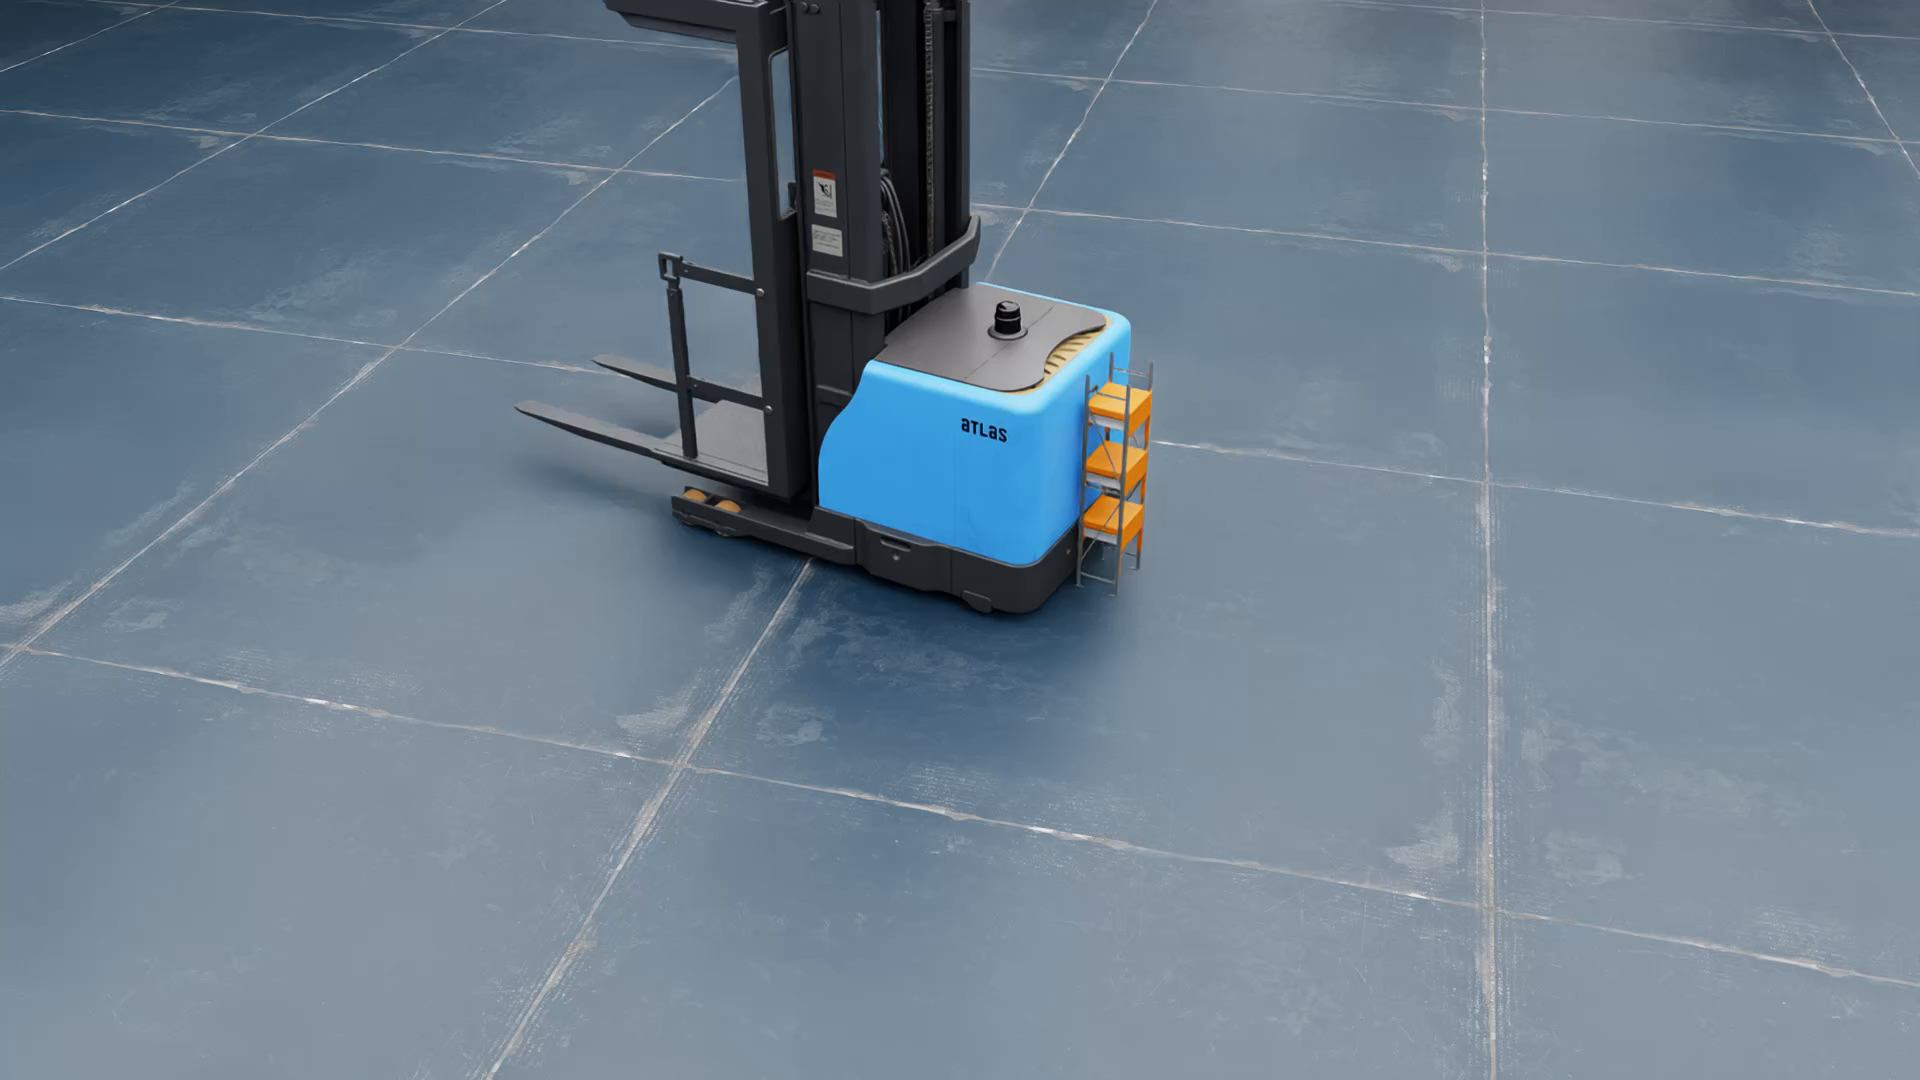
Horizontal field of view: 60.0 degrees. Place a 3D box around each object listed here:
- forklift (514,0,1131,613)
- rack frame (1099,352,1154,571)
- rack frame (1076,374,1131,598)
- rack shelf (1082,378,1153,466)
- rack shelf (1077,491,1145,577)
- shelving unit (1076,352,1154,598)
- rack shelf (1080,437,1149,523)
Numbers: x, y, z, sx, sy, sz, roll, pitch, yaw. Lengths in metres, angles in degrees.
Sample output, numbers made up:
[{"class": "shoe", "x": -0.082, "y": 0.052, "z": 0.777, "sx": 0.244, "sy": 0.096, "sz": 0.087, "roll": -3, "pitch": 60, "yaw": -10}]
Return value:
[{"class": "forklift", "x": -0.772, "y": -1.483, "z": 7.350, "sx": 3.031, "sy": 2.935, "sz": 1.130, "roll": 17, "pitch": 36, "yaw": 24}, {"class": "rack frame", "x": 0.725, "y": -0.329, "z": 7.289, "sx": 0.200, "sy": 1.050, "sz": 0.008, "roll": 16, "pitch": 36, "yaw": 24}, {"class": "rack frame", "x": 0.609, "y": -0.214, "z": 7.108, "sx": 0.200, "sy": 1.050, "sz": 0.008, "roll": 16, "pitch": 36, "yaw": 24}, {"class": "rack shelf", "x": 0.667, "y": -0.502, "z": 7.052, "sx": 0.215, "sy": 0.259, "sz": 0.240, "roll": 16, "pitch": 36, "yaw": 24}, {"class": "rack shelf", "x": 0.667, "y": -0.028, "z": 7.353, "sx": 0.215, "sy": 0.259, "sz": 0.240, "roll": 16, "pitch": 36, "yaw": 24}, {"class": "shelving unit", "x": 0.667, "y": -0.271, "z": 7.198, "sx": 0.215, "sy": 1.050, "sz": 0.252, "roll": 16, "pitch": 36, "yaw": 24}, {"class": "rack shelf", "x": 0.667, "y": -0.262, "z": 7.204, "sx": 0.215, "sy": 0.259, "sz": 0.240, "roll": 16, "pitch": 36, "yaw": 24}]
